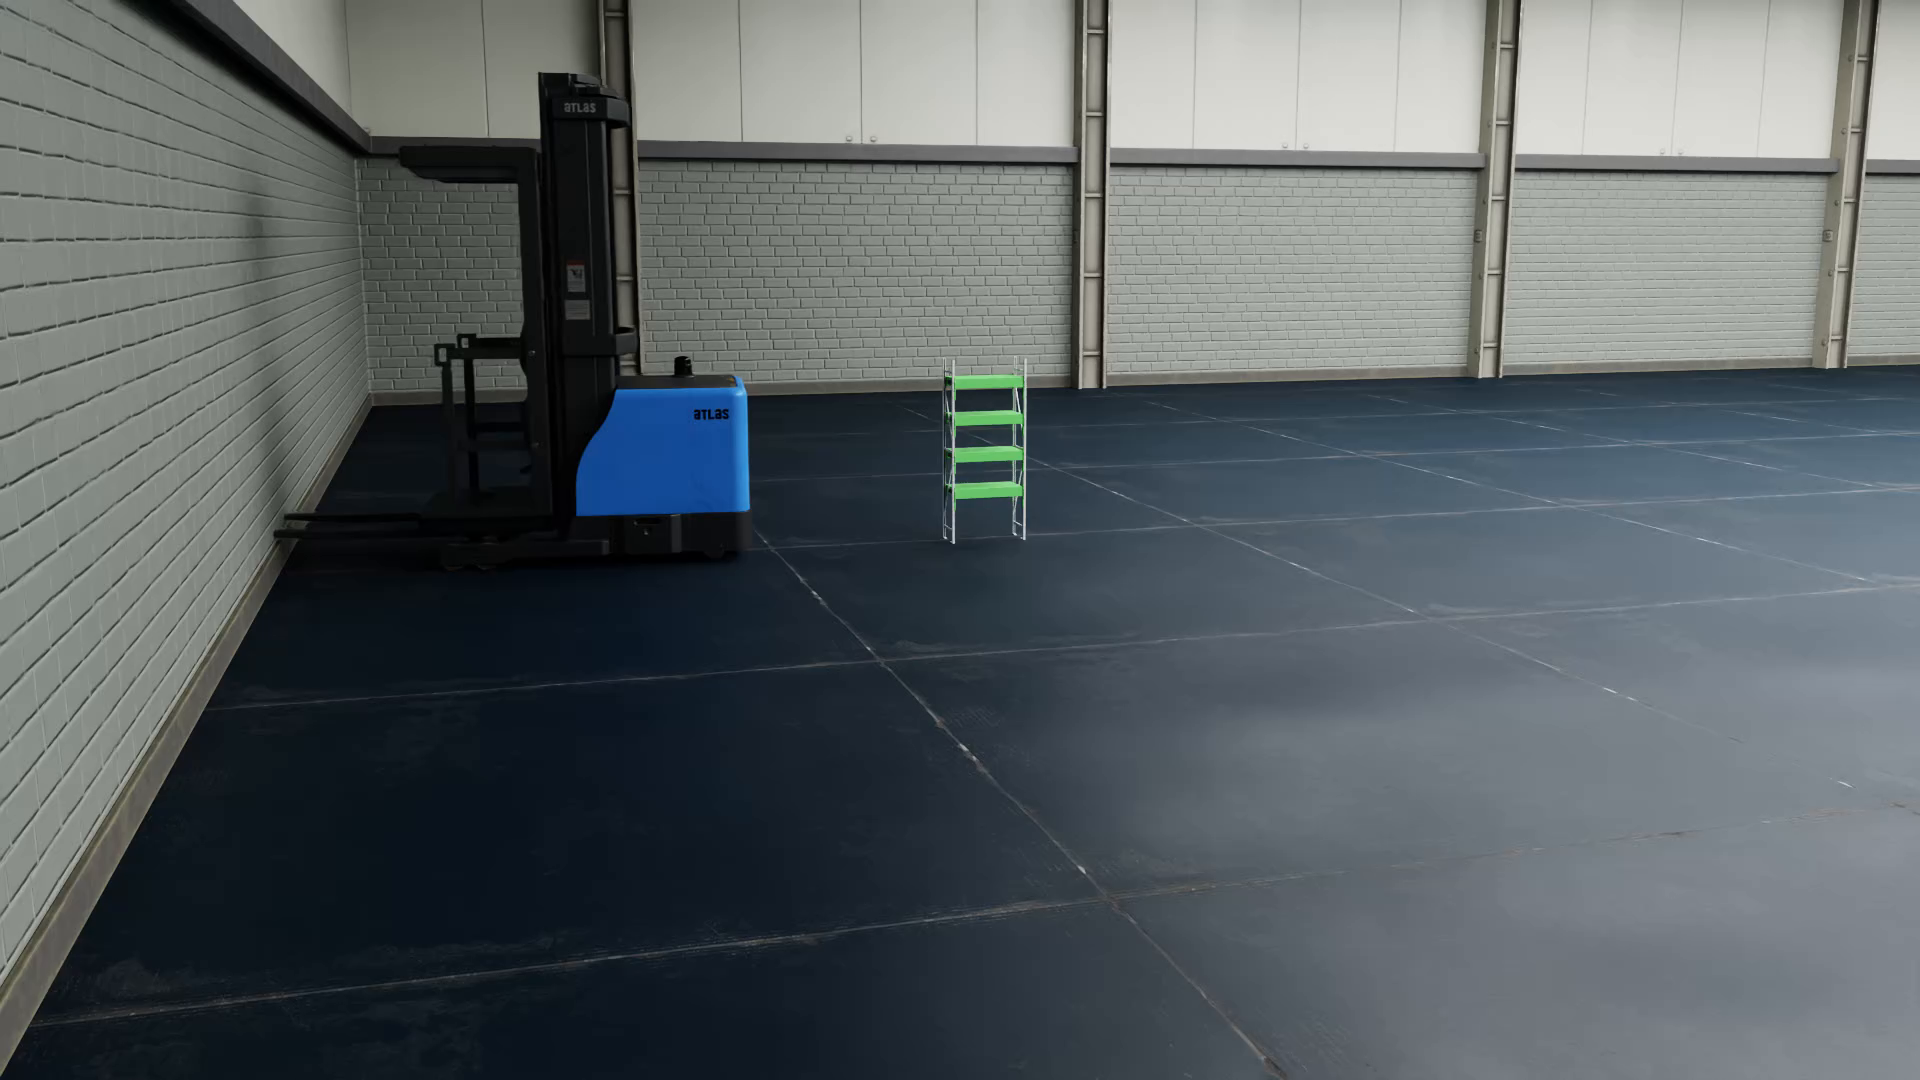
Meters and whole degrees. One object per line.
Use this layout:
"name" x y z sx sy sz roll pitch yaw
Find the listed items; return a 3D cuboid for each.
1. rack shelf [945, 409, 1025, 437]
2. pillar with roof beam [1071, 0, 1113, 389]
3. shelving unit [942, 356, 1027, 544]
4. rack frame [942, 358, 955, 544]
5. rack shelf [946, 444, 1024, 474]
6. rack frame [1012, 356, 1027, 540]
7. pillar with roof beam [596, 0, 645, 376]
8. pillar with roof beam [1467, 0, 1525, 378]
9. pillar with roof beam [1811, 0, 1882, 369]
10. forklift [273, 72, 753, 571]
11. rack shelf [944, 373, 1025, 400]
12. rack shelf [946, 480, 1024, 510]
"rack shelf" 0.159 -0.772 10.951 0.480 0.148 0.258 -3 11 -16
"pillar with roof beam" 2.903 -5.697 17.136 0.400 9.000 9.100 -3 11 -16
"shelving unit" 0.159 -0.598 10.983 0.503 1.200 0.258 -3 11 -16
"rack frame" -0.075 -0.586 10.916 0.015 1.200 0.240 -3 11 -16
"rack shelf" 0.159 -0.536 10.995 0.480 0.148 0.258 -3 11 -16
"rack frame" 0.393 -0.611 11.050 0.015 1.200 0.240 -3 11 -16
"pillar with roof beam" -2.858 -5.393 15.487 0.400 9.000 9.100 -3 11 -16
"pillar with roof beam" 8.664 -6.000 18.786 0.400 9.000 9.100 -3 11 -16
"pillar with roof beam" 14.424 -6.304 20.435 0.400 9.000 9.100 -3 11 -16
"forklift" -2.861 -1.359 10.333 3.031 2.935 1.130 -2 11 -9
"rack shelf" 0.159 -1.008 10.908 0.480 0.148 0.258 -3 11 -16
"rack shelf" 0.159 -0.300 11.038 0.480 0.148 0.258 -3 11 -16
